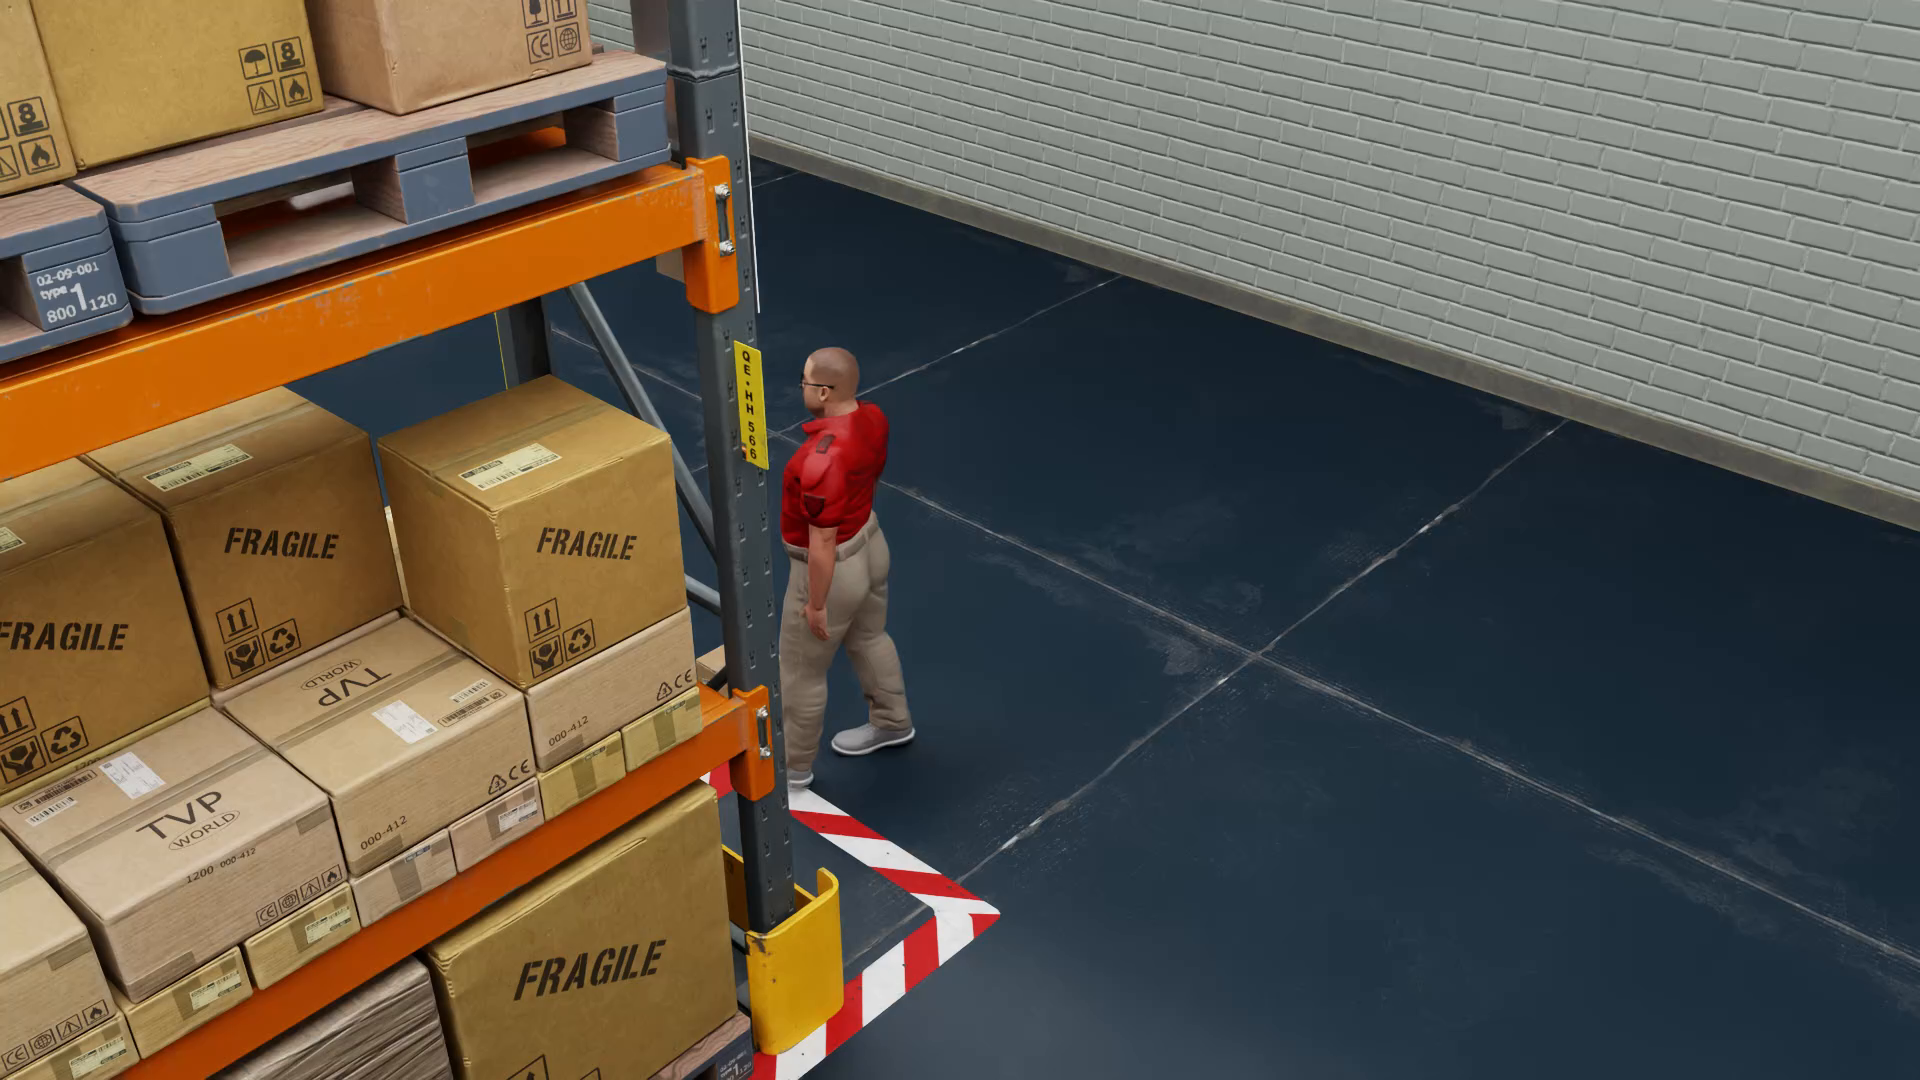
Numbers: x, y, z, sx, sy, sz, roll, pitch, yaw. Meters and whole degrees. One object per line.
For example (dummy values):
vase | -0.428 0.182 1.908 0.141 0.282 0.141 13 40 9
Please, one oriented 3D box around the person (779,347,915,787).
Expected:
person | -0.508 0.095 6.002 0.567 1.738 0.544 12 33 19
